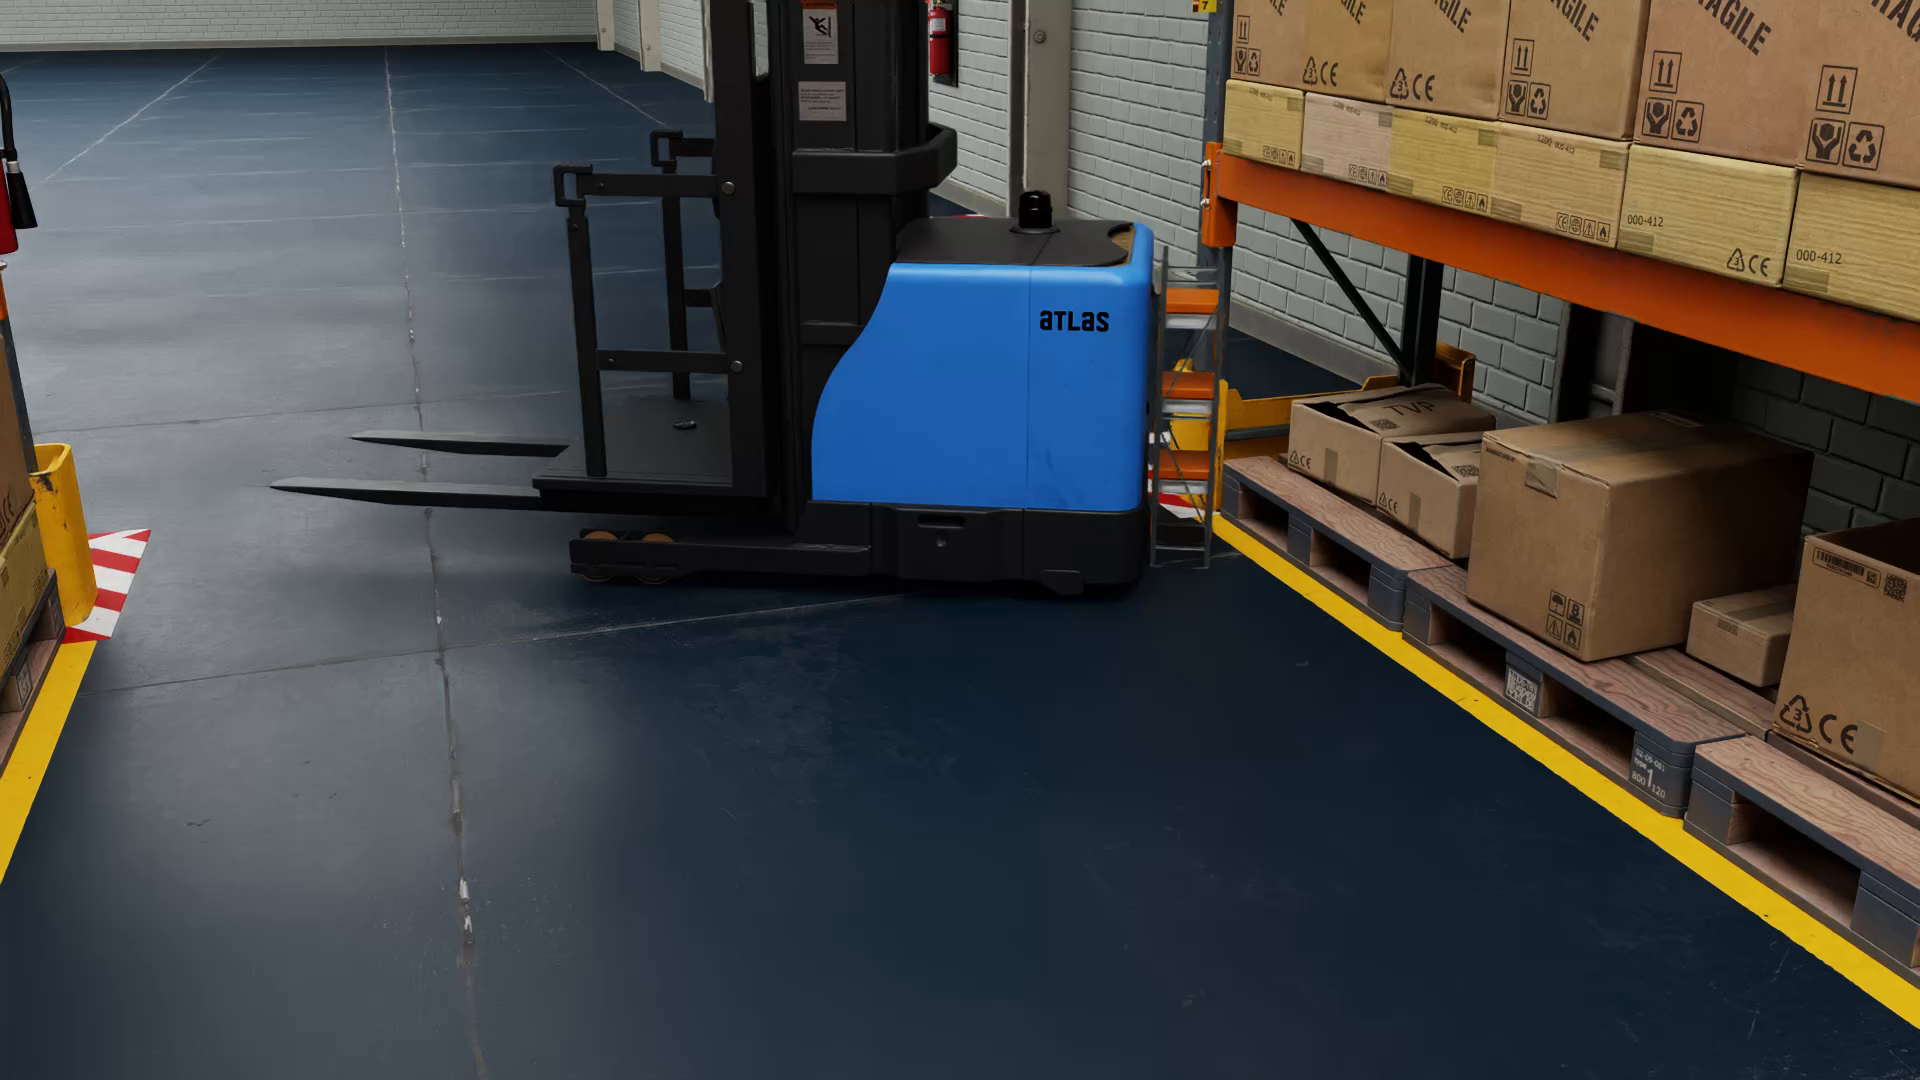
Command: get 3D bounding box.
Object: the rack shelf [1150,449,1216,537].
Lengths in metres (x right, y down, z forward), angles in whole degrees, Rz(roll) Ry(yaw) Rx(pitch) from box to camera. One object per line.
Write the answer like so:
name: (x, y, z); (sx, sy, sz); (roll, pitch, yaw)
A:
rack shelf: (0.760, -0.167, 5.683); (0.215, 0.259, 0.240); (3, 20, 7)

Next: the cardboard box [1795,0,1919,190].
cardboard box: (2.029, -0.944, 3.192); (0.500, 0.500, 0.500); (-7, 21, -18)

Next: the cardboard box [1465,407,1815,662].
cardboard box: (1.870, -0.033, 4.619); (0.700, 0.500, 0.500); (-8, 21, -21)

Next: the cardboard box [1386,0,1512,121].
cardboard box: (1.543, -1.438, 4.567); (0.500, 0.500, 0.500); (-7, 21, -19)

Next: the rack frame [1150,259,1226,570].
rack frame: (0.745, -0.398, 5.471); (0.200, 1.050, 0.008); (3, 20, 7)

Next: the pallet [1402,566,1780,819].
pallet: (2.001, 0.334, 4.674); (1.003, 0.211, 1.213); (-6, 21, -17)

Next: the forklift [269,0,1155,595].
forklift: (-0.861, -1.405, 5.492); (3.031, 2.935, 1.130); (2, 20, 7)

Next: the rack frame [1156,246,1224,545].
rack frame: (0.776, -0.480, 5.699); (0.200, 1.050, 0.008); (3, 20, 7)

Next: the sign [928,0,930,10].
sign: (-0.285, -4.453, 13.824); (0.001, 0.329, 0.234); (-6, 21, -17)

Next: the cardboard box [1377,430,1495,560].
cardboard box: (1.687, -0.185, 5.321); (0.500, 0.311, 0.500); (-5, 20, -13)

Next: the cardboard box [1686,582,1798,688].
cardboard box: (2.149, 0.245, 4.364); (0.380, 0.149, 0.250); (-8, 21, -22)

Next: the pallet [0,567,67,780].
pallet: (-3.045, 0.423, 4.427); (1.003, 0.211, 1.213); (-6, 21, -17)

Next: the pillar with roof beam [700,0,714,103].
pillar with roof beam: (-7.327, -9.667, 19.520); (9.100, 9.000, 0.400); (-6, 21, -17)

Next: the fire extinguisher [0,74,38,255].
fire extinguisher: (-2.922, -1.181, 4.882); (0.296, 0.674, 0.183); (-6, 21, -17)

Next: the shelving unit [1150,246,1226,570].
shelving unit: (0.761, -0.439, 5.585); (0.215, 1.050, 0.252); (3, 20, 7)

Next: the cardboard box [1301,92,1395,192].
cardboard box: (1.405, -1.241, 5.127); (0.500, 0.250, 0.500); (-7, 21, -19)

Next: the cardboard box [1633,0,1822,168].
cardboard box: (1.881, -1.107, 3.645); (0.500, 0.500, 0.500); (-7, 21, -19)

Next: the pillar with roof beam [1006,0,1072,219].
pillar with roof beam: (-3.556, -5.817, 8.798); (9.100, 9.000, 0.400); (-6, 21, -17)

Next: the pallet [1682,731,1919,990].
pallet: (2.388, 0.726, 3.582); (1.003, 0.211, 1.213); (-6, 21, -17)

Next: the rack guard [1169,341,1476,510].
rack guard: (1.400, -0.457, 6.450); (1.175, 0.500, 0.348); (-6, 21, -17)

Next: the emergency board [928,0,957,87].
emergency board: (-0.209, -4.248, 13.305); (0.194, 1.169, 0.643); (-6, 21, -17)

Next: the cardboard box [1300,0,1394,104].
cardboard box: (1.386, -1.605, 5.030); (0.500, 0.500, 0.500); (-6, 21, -17)

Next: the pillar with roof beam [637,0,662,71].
pillar with roof beam: (-9.213, -11.593, 24.880); (9.100, 9.000, 0.400); (-6, 21, -17)

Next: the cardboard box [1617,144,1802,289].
cardboard box: (1.875, -0.753, 3.769); (0.500, 0.250, 0.500); (-7, 21, -18)

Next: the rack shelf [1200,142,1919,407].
rack shelf: (2.004, -0.678, 4.430); (1.077, 0.370, 4.000); (-6, 21, -17)

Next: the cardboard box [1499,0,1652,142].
cardboard box: (1.716, -1.274, 4.109); (0.500, 0.500, 0.500); (-6, 21, -16)

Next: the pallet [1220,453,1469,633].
pallet: (1.622, -0.057, 5.762); (1.003, 0.211, 1.213); (-6, 21, -17)

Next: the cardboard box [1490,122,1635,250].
cardboard box: (1.716, -0.915, 4.218); (0.500, 0.250, 0.500); (-6, 21, -17)

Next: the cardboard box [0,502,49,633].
cardboard box: (-2.877, 0.107, 4.628); (0.500, 0.250, 0.500); (-6, 21, -17)

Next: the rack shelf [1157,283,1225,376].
rack shelf: (0.761, -0.696, 5.493); (0.215, 0.259, 0.240); (3, 20, 7)

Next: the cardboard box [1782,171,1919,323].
cardboard box: (2.048, -0.594, 3.324); (0.500, 0.250, 0.500); (-6, 21, -17)

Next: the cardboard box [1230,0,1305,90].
cardboard box: (1.241, -1.765, 5.475); (0.500, 0.500, 0.500); (-6, 21, -17)

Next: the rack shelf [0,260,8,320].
rack shelf: (-2.697, -0.150, 2.961); (1.077, 0.370, 4.000); (-6, 21, -17)

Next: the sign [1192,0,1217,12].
sign: (0.861, -2.008, 5.788); (0.100, 0.325, 0.005); (-6, 21, -17)

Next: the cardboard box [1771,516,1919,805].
cardboard box: (2.269, 0.266, 3.785); (0.500, 0.500, 0.500); (-8, 21, -21)

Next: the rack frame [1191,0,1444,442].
rack frame: (1.376, -1.658, 6.095); (1.000, 3.000, 0.127); (-6, 21, -17)

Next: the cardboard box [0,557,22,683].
cardboard box: (-2.708, 0.266, 4.185); (0.500, 0.250, 0.500); (-6, 21, -17)

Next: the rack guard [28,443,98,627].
rack guard: (-3.333, 0.038, 5.070); (1.175, 0.500, 0.348); (-6, 21, -17)

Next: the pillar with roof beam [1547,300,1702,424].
pillar with roof beam: (-1.670, -3.891, 3.438); (9.100, 9.000, 0.400); (-6, 21, -17)

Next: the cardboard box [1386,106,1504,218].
cardboard box: (1.559, -1.077, 4.670); (0.500, 0.250, 0.500); (-7, 21, -18)

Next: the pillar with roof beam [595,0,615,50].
pillar with roof beam: (-11.099, -13.518, 30.241); (9.100, 9.000, 0.400); (-6, 21, -17)

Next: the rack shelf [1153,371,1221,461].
rack shelf: (0.761, -0.429, 5.589); (0.215, 0.259, 0.240); (3, 20, 7)

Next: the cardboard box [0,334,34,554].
cardboard box: (-2.875, -0.246, 4.502); (0.500, 0.500, 0.500); (-6, 21, -17)

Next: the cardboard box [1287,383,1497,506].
cardboard box: (1.508, -0.368, 5.830); (0.500, 0.311, 0.500); (-9, 22, -23)

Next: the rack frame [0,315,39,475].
rack frame: (-3.326, -1.130, 4.626); (1.000, 3.000, 0.127); (-6, 21, -17)

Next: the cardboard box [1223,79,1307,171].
cardboard box: (1.228, -1.406, 5.587); (0.500, 0.250, 0.500); (-7, 21, -19)
